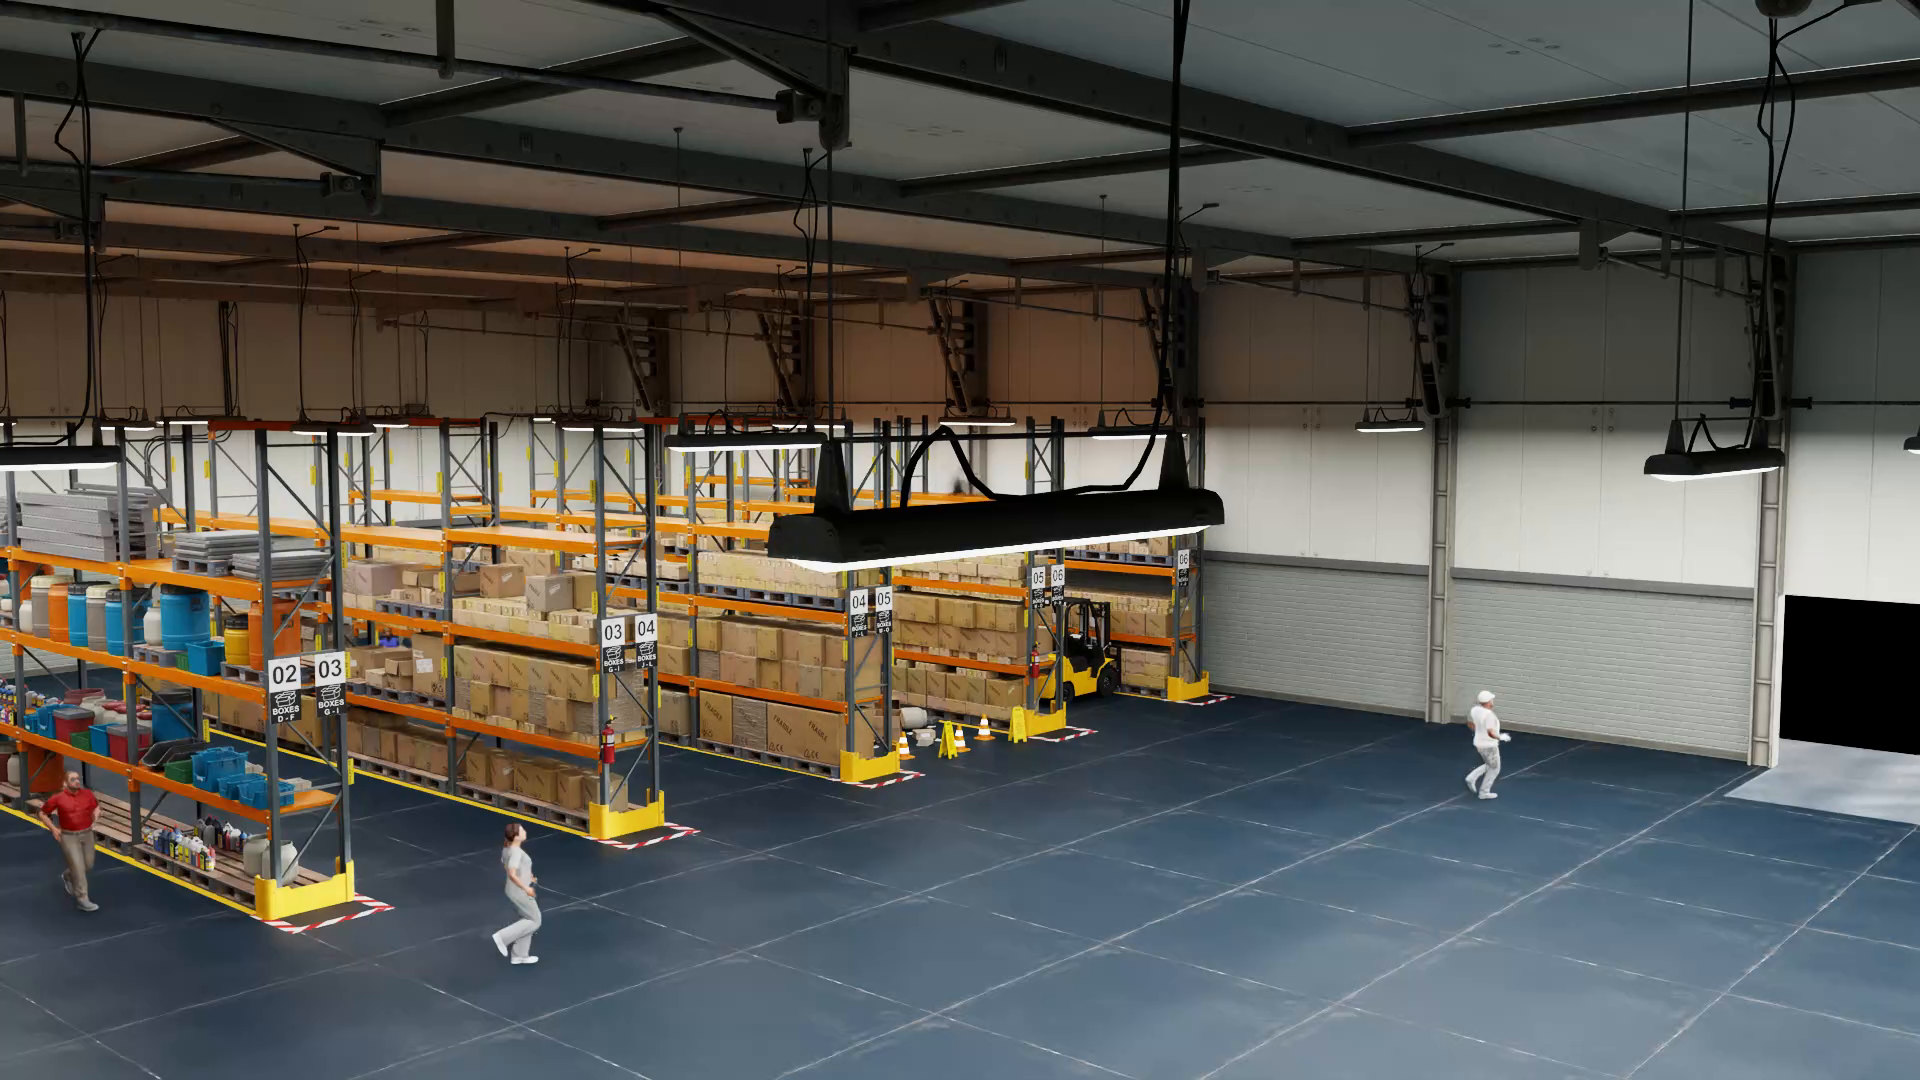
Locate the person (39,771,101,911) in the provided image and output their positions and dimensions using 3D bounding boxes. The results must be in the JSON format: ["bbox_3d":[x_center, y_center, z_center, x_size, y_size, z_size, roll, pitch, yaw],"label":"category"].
[{"bbox_3d":[-11.091,3.736,20.839,0.944,1.699,0.673,3,6,32],"label":"person"}]

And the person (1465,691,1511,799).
[{"bbox_3d":[8.403,3.260,26.503,0.614,1.734,0.677,-1,5,-8],"label":"person"}]

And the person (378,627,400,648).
[{"bbox_3d":[-11.904,2.651,34.765,0.581,1.674,0.734,-4,6,-39],"label":"person"}]

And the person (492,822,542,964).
[{"bbox_3d":[-4.998,3.975,18.686,0.573,1.629,0.565,-3,5,-29],"label":"person"}]

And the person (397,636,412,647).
[{"bbox_3d":[-13.418,2.115,40.329,0.572,1.693,0.926,3,6,33],"label":"person"}]
